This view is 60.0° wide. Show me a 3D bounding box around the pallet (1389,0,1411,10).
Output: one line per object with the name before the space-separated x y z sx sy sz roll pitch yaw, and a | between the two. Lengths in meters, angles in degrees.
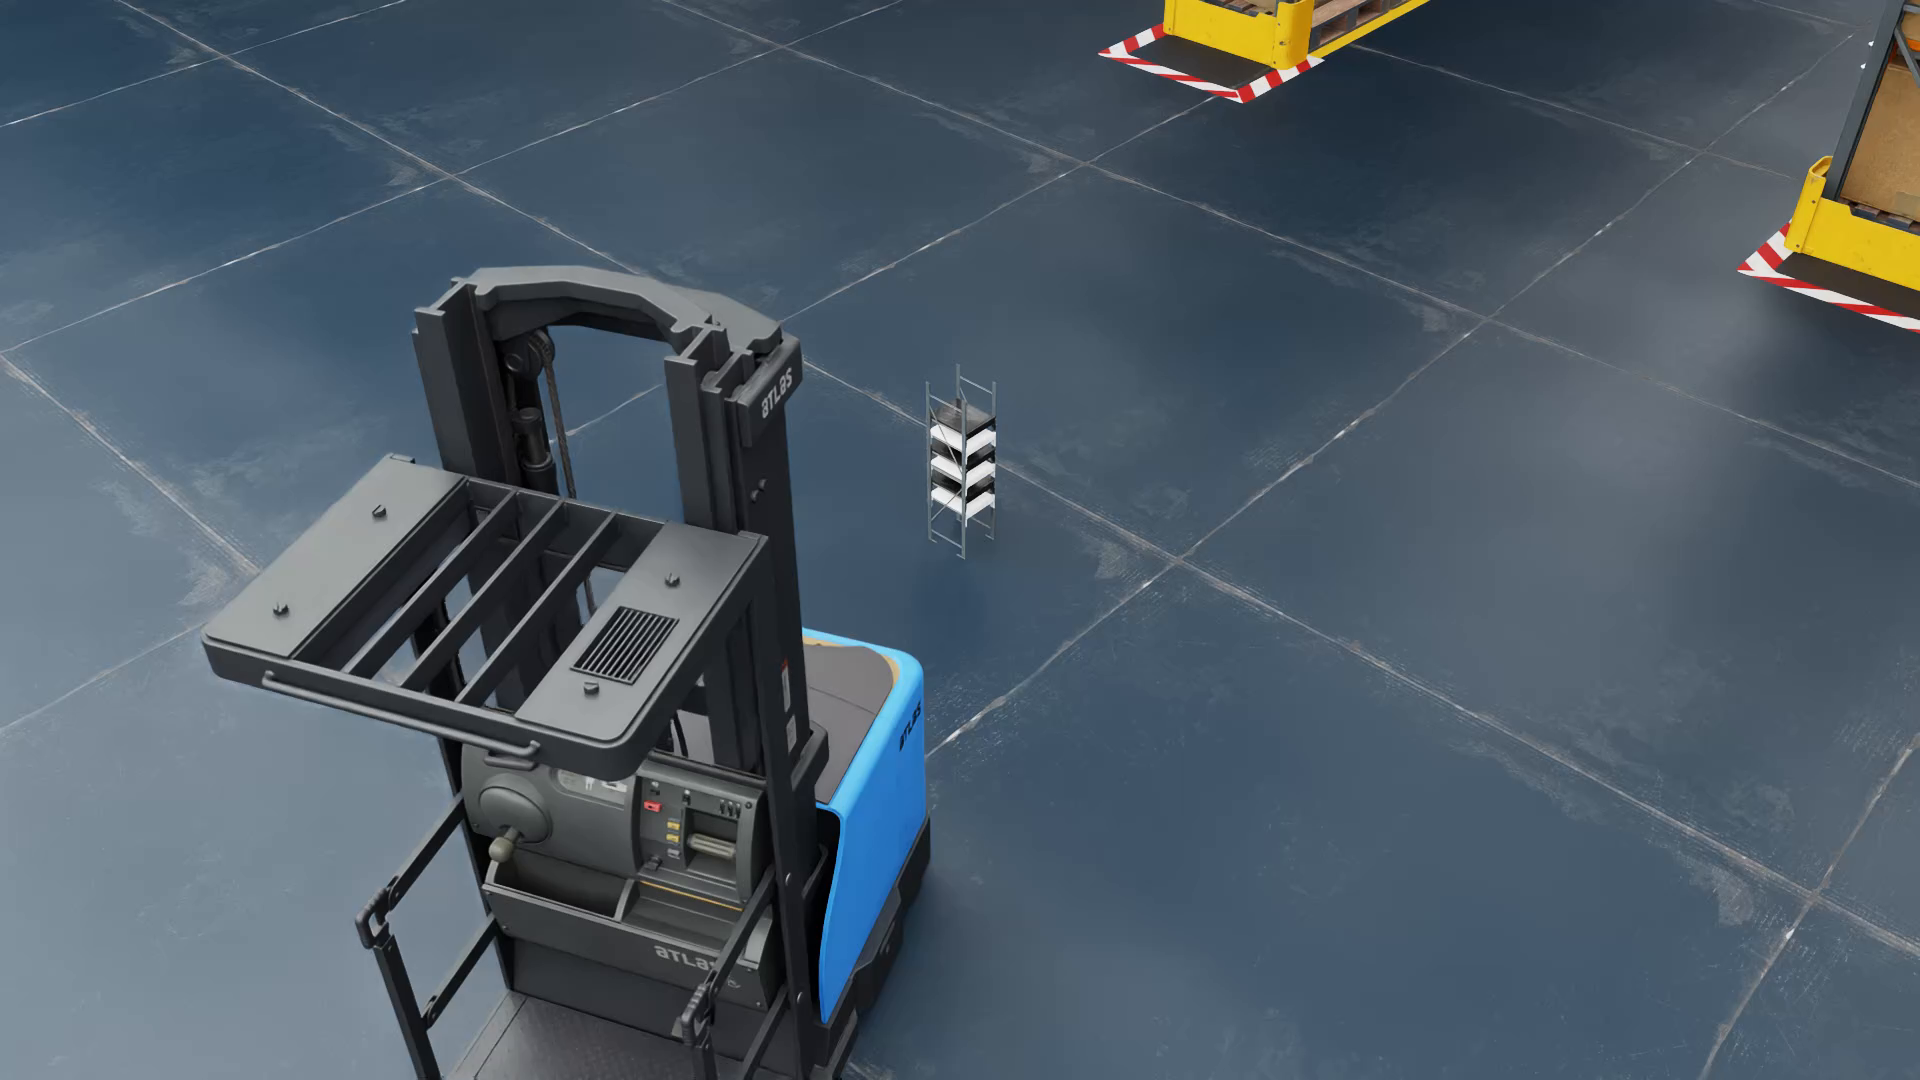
pallet | 3.512 -4.829 13.937 1.003 0.211 1.213 30 47 32

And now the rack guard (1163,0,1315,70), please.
rack guard | 2.115 -4.026 12.695 1.175 0.500 0.348 30 47 32

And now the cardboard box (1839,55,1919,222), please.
cardboard box | 6.065 -2.513 10.153 0.875 0.875 0.875 30 47 32

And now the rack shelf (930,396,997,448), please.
rack shelf | 0.005 -0.541 7.611 0.258 0.077 0.200 30 47 32

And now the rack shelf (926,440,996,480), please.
rack shelf | 0.005 -0.400 7.723 0.258 0.077 0.200 30 47 32

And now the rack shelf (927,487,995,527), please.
rack shelf | 0.005 -0.189 7.891 0.258 0.077 0.200 30 47 32

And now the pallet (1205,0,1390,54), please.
pallet | 2.689 -4.272 13.236 1.003 0.211 1.213 30 47 32

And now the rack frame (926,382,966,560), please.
rack frame | -0.063 -0.309 7.699 0.240 0.900 0.006 30 47 32

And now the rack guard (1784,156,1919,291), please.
rack guard | 5.640 -1.851 9.960 1.175 0.500 0.348 30 47 32

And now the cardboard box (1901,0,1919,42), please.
cardboard box | 5.874 -3.089 9.387 0.875 0.550 0.550 30 47 32

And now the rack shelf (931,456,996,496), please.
rack shelf | 0.005 -0.330 7.779 0.258 0.077 0.200 30 47 32

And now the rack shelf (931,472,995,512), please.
rack shelf | 0.005 -0.259 7.835 0.258 0.077 0.200 30 47 32

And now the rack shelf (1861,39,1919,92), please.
rack shelf | 7.006 -3.478 10.575 1.077 0.370 4.000 30 47 32

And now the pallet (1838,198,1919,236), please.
pallet | 6.138 -2.149 10.567 1.003 0.211 1.213 30 47 32

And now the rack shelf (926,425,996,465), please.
rack shelf | 0.005 -0.471 7.667 0.258 0.077 0.200 30 47 32

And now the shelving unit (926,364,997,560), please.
shelving unit | 0.005 -0.356 7.758 0.258 0.900 0.210 30 47 32

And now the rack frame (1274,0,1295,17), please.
rack frame | 2.064 -4.970 11.873 1.000 3.000 0.127 30 47 32

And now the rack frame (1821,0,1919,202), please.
rack frame | 5.657 -2.841 9.196 1.000 3.000 0.127 30 47 32

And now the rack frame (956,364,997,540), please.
rack frame | 0.074 -0.403 7.817 0.240 0.900 0.006 30 47 32

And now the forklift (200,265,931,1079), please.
forklift | -1.075 0.864 4.592 1.130 2.935 3.031 12 40 15

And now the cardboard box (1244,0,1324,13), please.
cardboard box | 2.497 -4.435 12.872 0.500 0.500 0.500 -25 45 -28
